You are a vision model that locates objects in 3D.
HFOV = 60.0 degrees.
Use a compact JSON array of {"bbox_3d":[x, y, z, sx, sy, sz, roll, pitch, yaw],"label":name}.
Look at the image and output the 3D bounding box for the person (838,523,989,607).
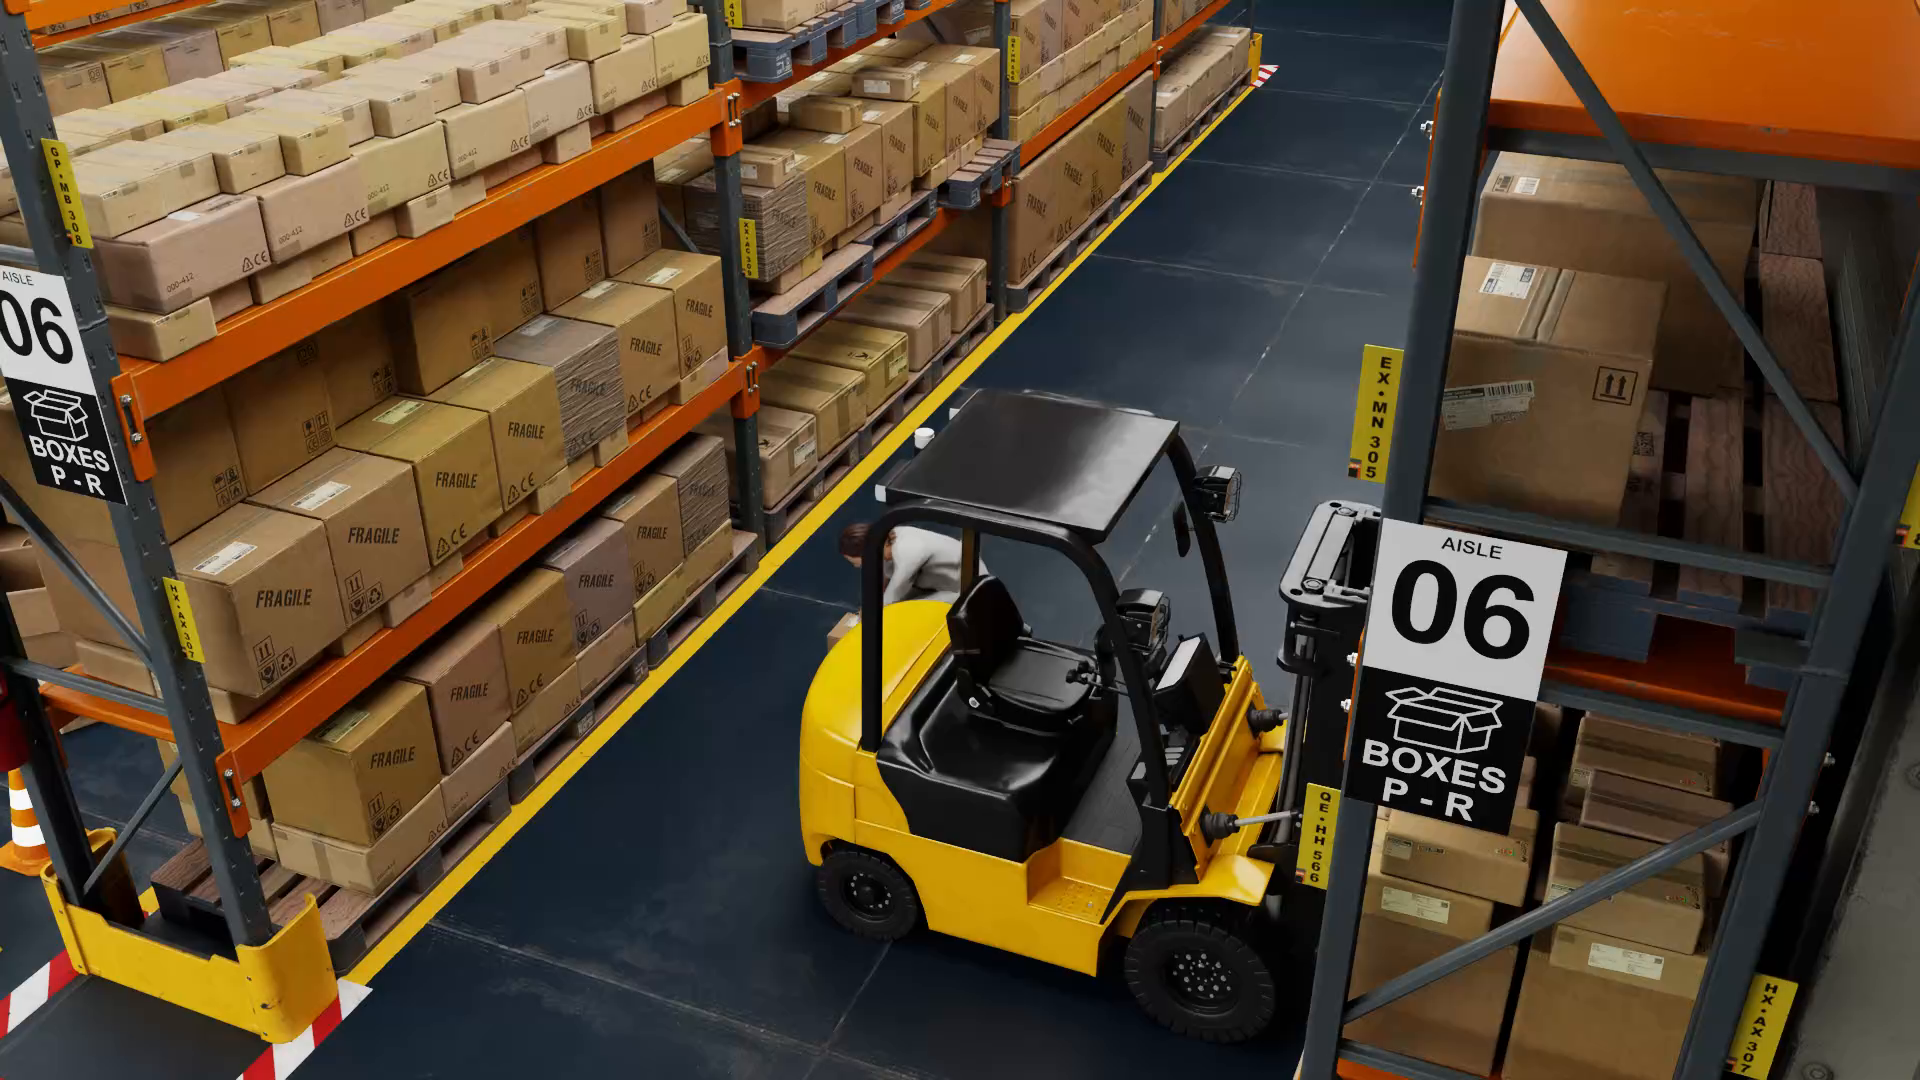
[{"bbox_3d":[-0.230,0.289,8.677,0.795,0.895,0.479,-4,30,-6],"label":"person"}]
